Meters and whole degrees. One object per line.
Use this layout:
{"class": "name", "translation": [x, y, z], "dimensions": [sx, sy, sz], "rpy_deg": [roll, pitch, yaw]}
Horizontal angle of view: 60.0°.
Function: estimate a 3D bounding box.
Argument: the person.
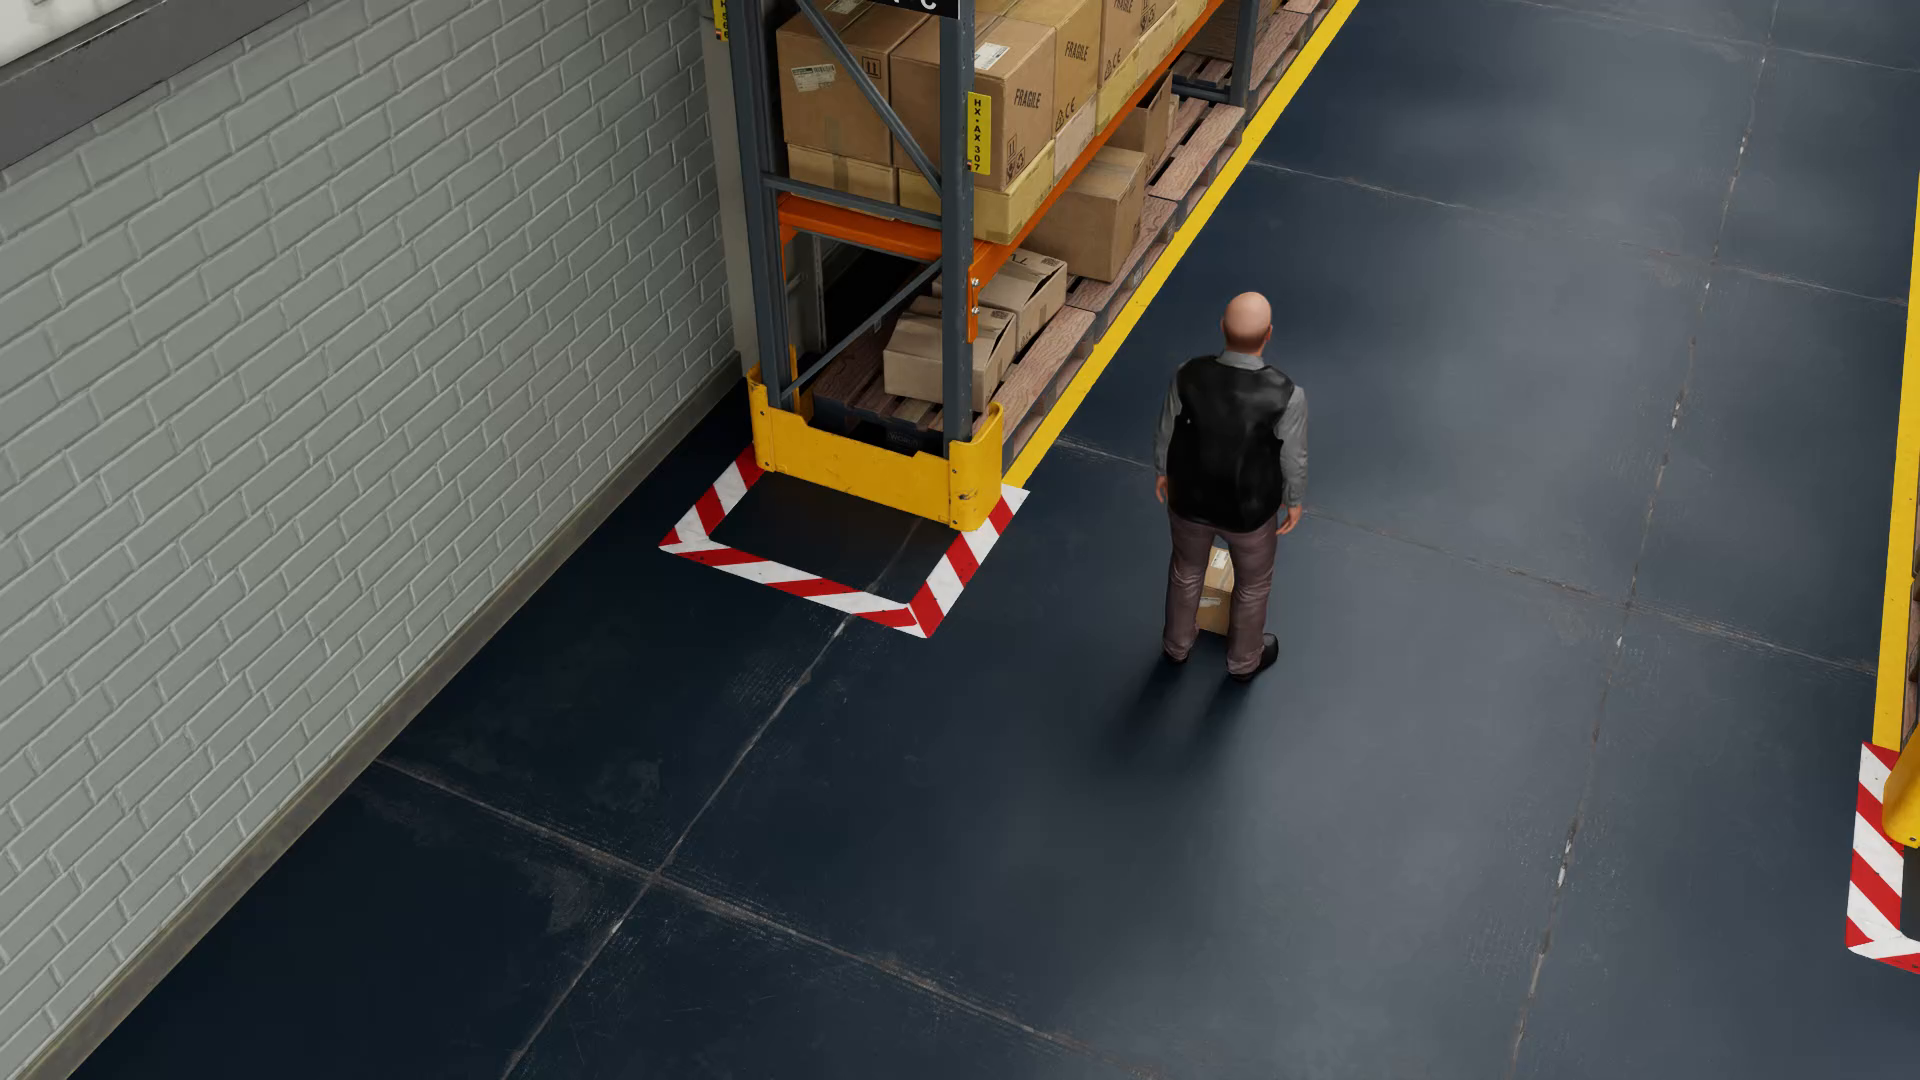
{"class": "person", "translation": [1.008, -0.156, 6.352], "dimensions": [0.588, 1.721, 0.411], "rpy_deg": [16, 44, 17]}
